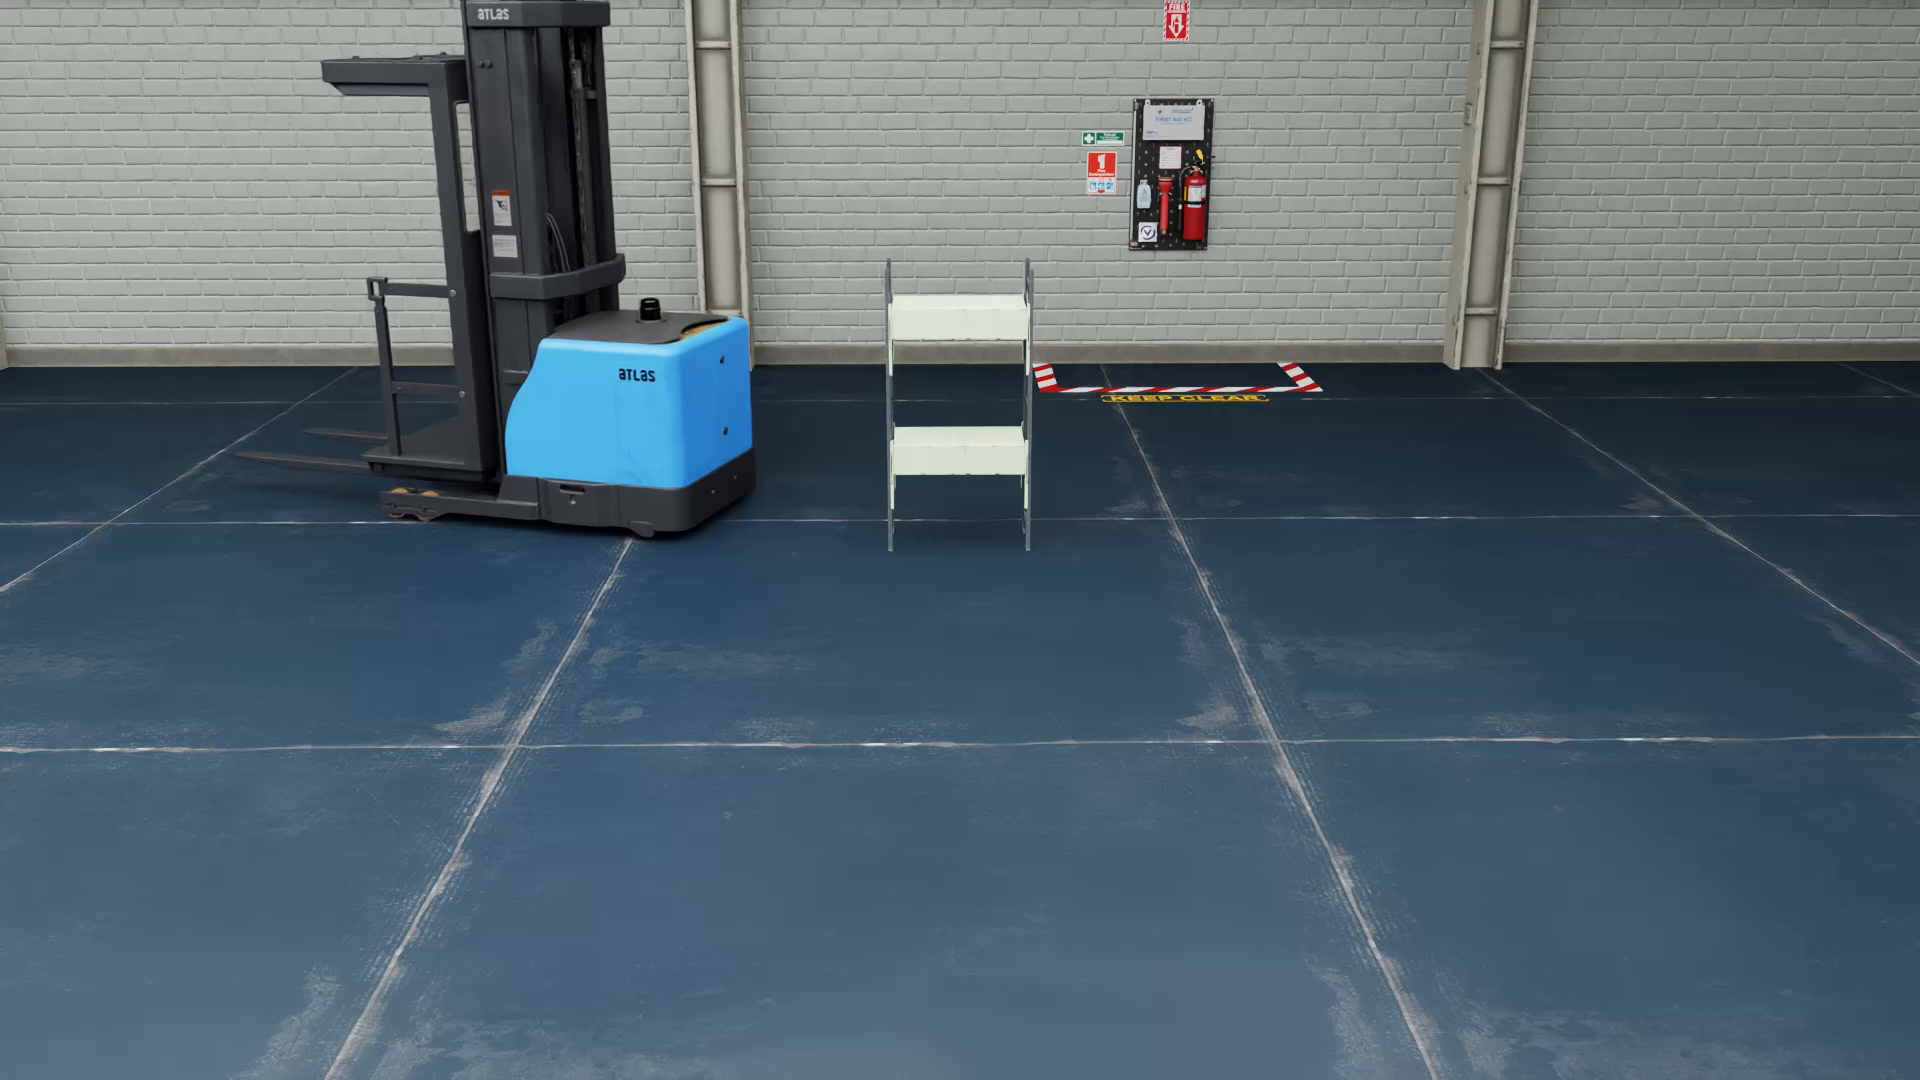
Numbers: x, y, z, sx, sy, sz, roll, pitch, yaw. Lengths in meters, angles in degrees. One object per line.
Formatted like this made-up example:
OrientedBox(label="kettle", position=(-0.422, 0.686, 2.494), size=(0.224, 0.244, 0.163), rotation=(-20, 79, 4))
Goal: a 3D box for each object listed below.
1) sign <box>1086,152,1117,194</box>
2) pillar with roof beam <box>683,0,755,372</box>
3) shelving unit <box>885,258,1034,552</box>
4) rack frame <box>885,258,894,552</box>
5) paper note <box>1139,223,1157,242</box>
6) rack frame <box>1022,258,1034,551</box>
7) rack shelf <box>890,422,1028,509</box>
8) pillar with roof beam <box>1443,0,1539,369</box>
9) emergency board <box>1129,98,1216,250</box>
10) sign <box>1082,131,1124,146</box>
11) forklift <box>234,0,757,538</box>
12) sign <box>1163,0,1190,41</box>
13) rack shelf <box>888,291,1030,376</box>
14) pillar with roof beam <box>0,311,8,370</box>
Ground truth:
OrientedBox(label="sign", position=(1.114, -2.887, 13.079), size=(0.234, 0.329, 0.001), rotation=(0, 18, -1))
OrientedBox(label="pillar with roof beam", position=(-1.792, -4.355, 7.890), size=(0.400, 9.000, 9.100), rotation=(0, 18, -1))
OrientedBox(label="shelving unit", position=(-0.007, -0.714, 8.818), size=(0.755, 1.500, 0.431), rotation=(0, 18, -1))
OrientedBox(label="rack frame", position=(-0.373, -0.712, 8.813), size=(0.023, 1.500, 0.400), rotation=(0, 18, -1))
OrientedBox(label="paper note", position=(1.490, -2.442, 13.192), size=(0.142, 0.148, 0.016), rotation=(0, 18, -1))
OrientedBox(label="rack frame", position=(0.359, -0.716, 8.824), size=(0.023, 1.500, 0.400), rotation=(0, 18, -1))
OrientedBox(label="rack shelf", position=(-0.007, -0.404, 8.918), size=(0.720, 0.370, 0.431), rotation=(0, 18, -1))
OrientedBox(label="pillar with roof beam", position=(4.208, -4.383, 7.980), size=(0.400, 9.000, 9.100), rotation=(0, 18, -1))
OrientedBox(label="emergency board", position=(1.668, -2.841, 12.994), size=(0.643, 1.169, 0.194), rotation=(0, 18, -1))
OrientedBox(label="sign", position=(1.118, -3.137, 12.990), size=(0.331, 0.109, 0.001), rotation=(0, 18, -1))
OrientedBox(label="forklift", position=(-2.774, -1.650, 9.394), size=(3.031, 2.935, 1.130), rotation=(5, 19, 16))
OrientedBox(label="sign", position=(1.658, -3.976, 12.735), size=(0.199, 0.298, 0.001), rotation=(0, 18, -1))
OrientedBox(label="rack shelf", position=(-0.007, -1.086, 8.699), size=(0.720, 0.370, 0.431), rotation=(0, 18, -1))
OrientedBox(label="pillar with roof beam", position=(-7.791, -4.326, 7.800), size=(0.400, 9.000, 9.100), rotation=(0, 18, -1))
